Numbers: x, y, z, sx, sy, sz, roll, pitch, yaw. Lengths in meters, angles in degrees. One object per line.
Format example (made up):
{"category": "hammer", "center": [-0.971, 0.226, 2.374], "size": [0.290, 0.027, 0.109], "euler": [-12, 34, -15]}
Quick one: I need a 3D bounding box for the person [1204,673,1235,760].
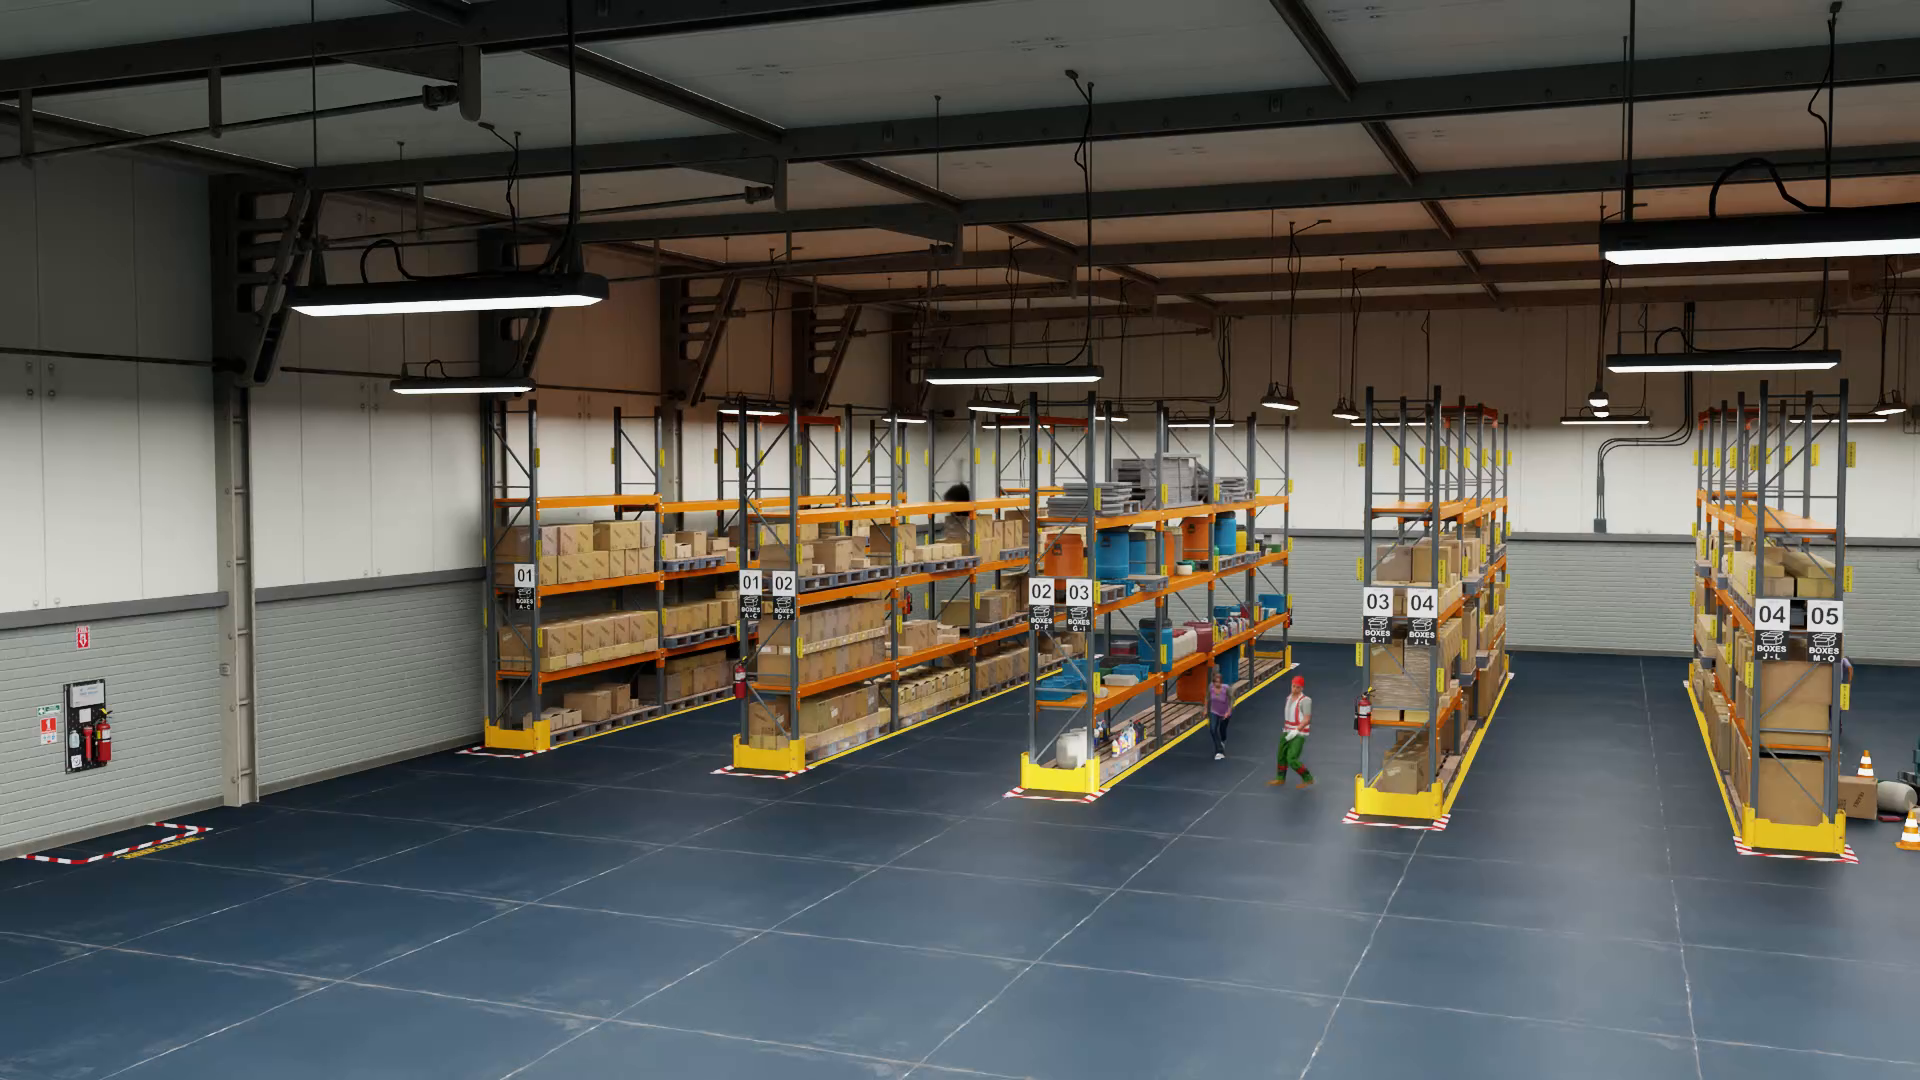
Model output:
{"category": "person", "center": [4.374, 2.902, 27.817], "size": [0.521, 1.453, 0.981], "euler": [1, 3, 20]}

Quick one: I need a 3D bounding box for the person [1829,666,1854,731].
{"category": "person", "center": [15.825, 2.722, 30.106], "size": [0.549, 1.666, 0.813], "euler": [1, 3, 10]}

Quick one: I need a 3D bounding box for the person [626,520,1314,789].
{"category": "person", "center": [-0.629, 1.697, 28.358], "size": [7.283, 3.796, 11.973], "euler": [-1, 3, -28]}
